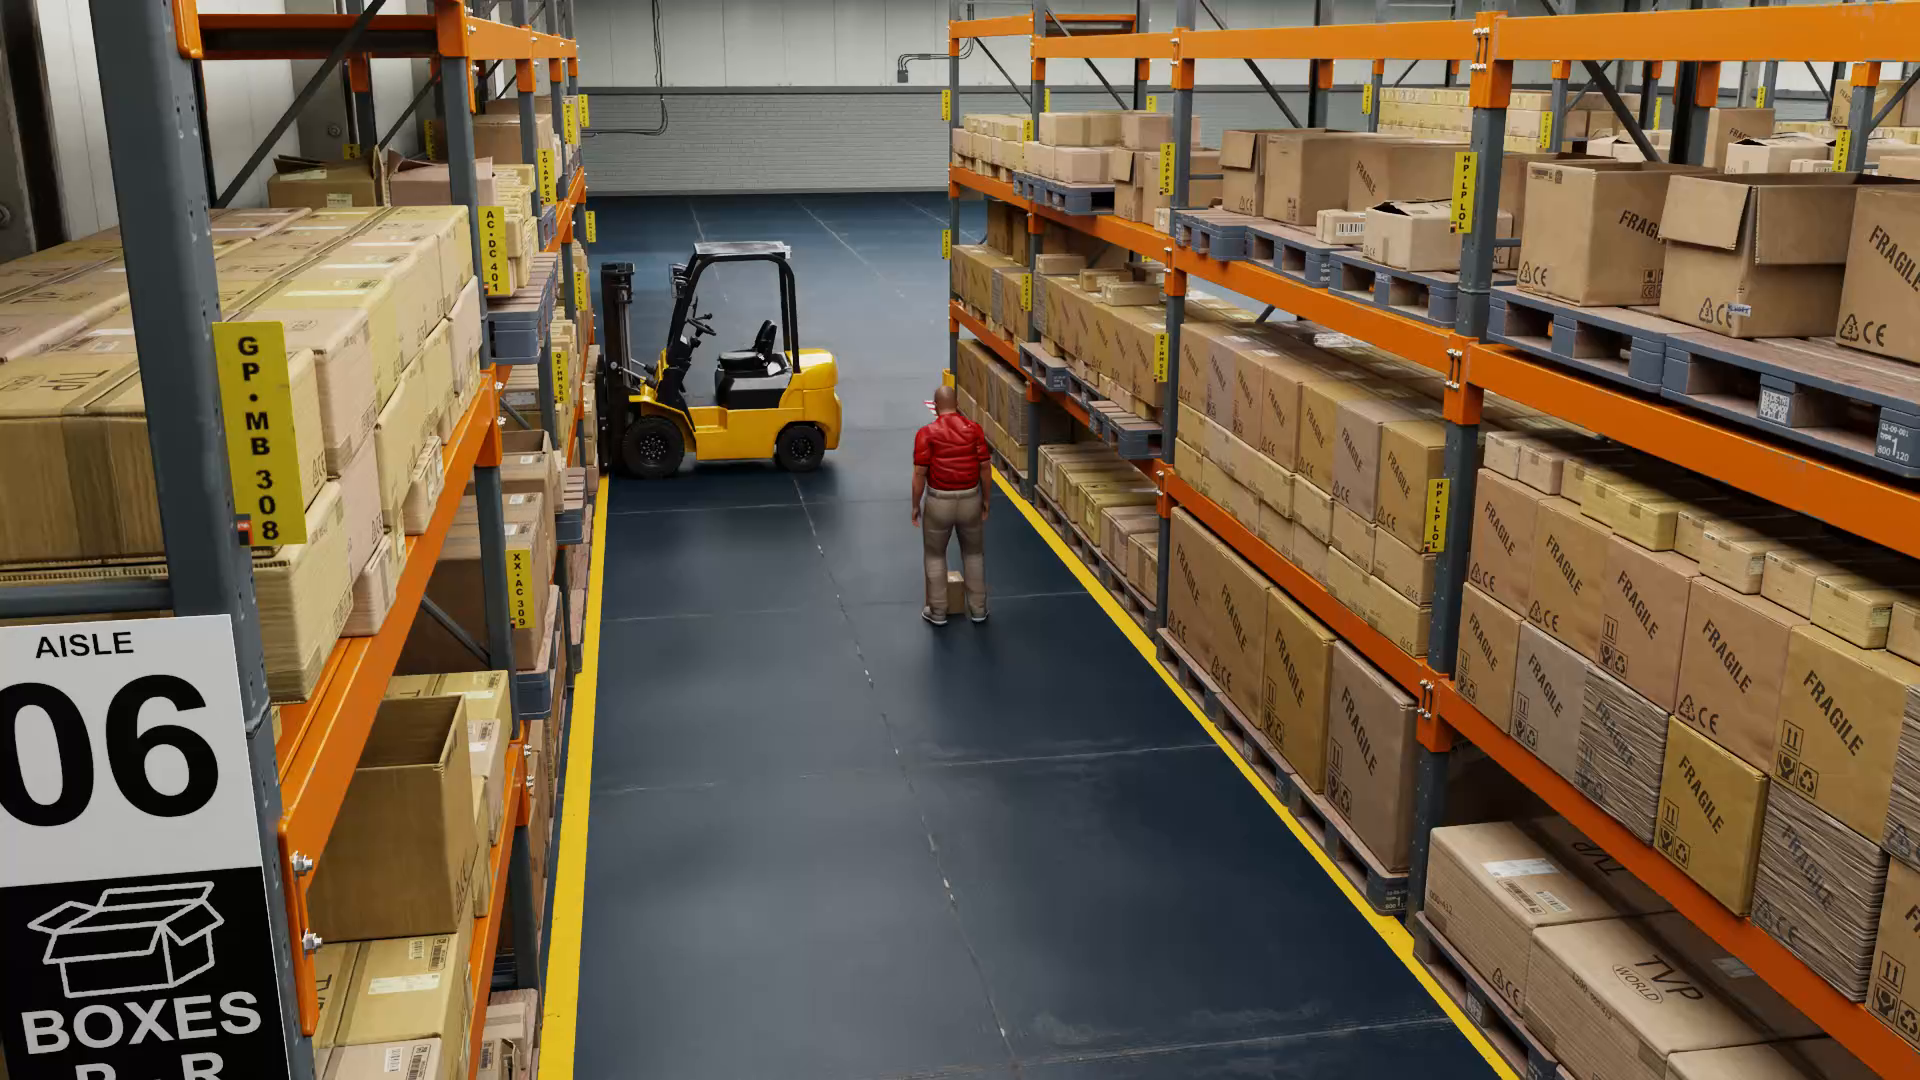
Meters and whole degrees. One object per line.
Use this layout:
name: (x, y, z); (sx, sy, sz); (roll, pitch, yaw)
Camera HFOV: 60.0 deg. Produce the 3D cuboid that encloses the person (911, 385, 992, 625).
person: (-0.059, -0.245, 11.902); (0.603, 1.726, 0.394); (-4, 17, -14)
